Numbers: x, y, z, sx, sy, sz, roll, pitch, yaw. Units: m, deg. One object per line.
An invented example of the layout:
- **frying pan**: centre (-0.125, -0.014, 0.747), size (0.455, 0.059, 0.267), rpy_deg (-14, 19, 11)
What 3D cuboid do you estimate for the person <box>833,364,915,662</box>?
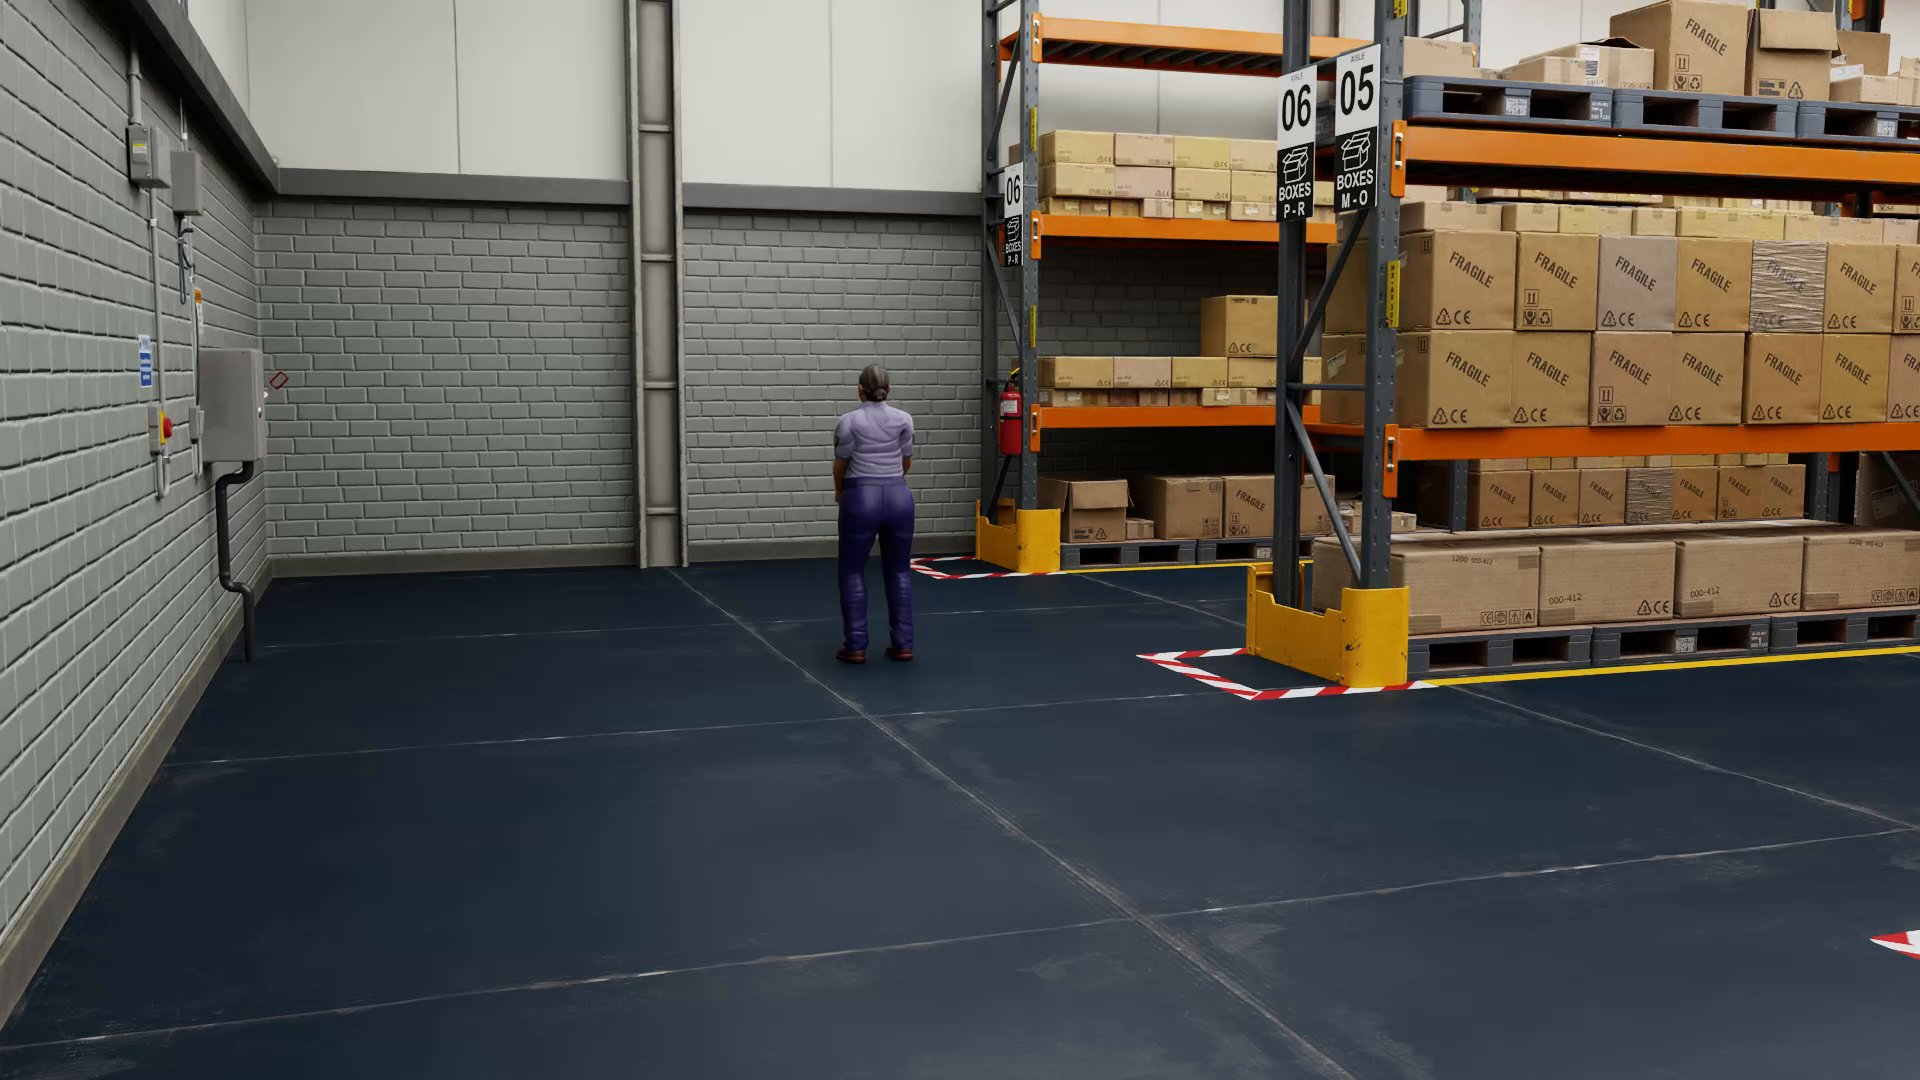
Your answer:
- **person**: centre (-0.496, -0.153, 9.218), size (0.452, 1.627, 0.516), rpy_deg (-2, 6, -19)
